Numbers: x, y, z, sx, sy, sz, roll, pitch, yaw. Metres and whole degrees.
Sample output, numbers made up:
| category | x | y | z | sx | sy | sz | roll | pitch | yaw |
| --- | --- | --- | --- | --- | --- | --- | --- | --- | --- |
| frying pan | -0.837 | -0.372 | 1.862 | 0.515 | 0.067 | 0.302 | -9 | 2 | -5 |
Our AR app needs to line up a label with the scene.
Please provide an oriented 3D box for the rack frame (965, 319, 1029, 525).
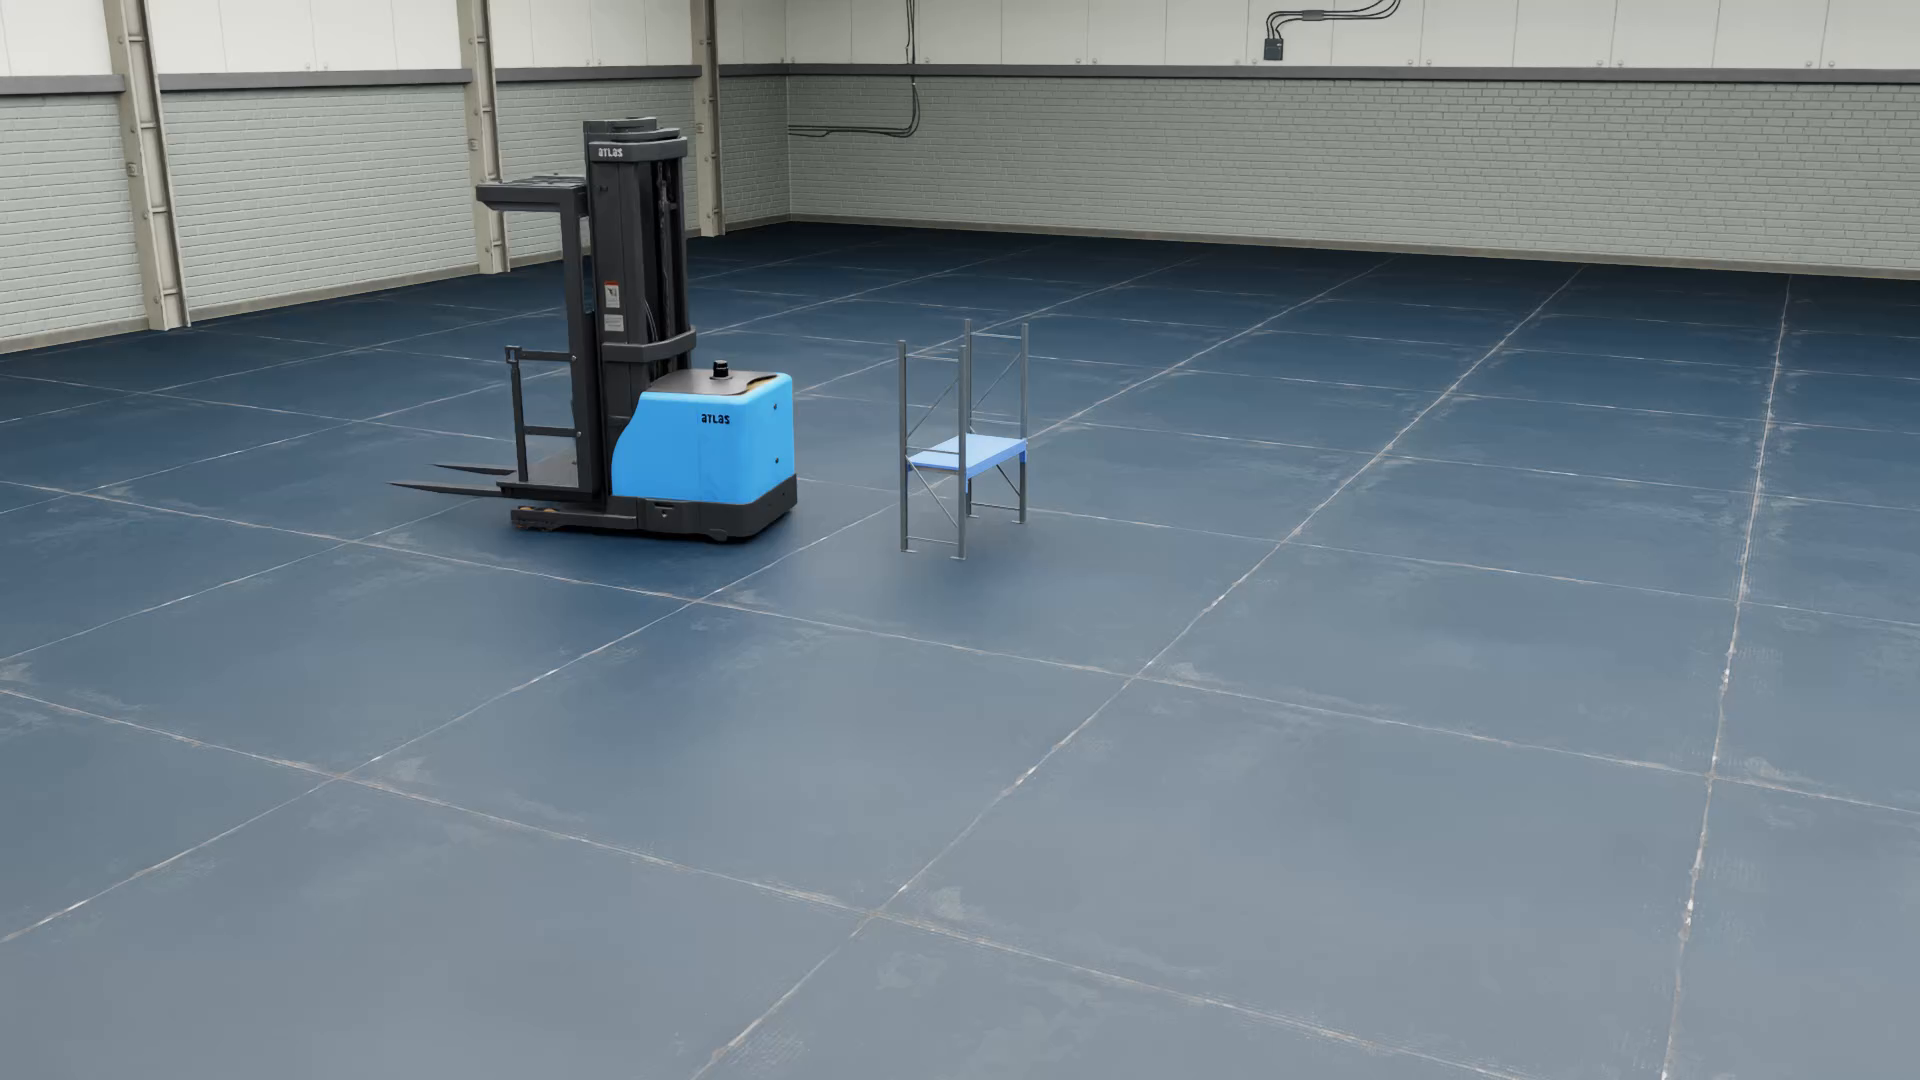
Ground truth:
| category | x | y | z | sx | sy | sz | roll | pitch | yaw |
| --- | --- | --- | --- | --- | --- | --- | --- | --- | --- |
| rack frame | 0.265 | -0.870 | 12.320 | 0.500 | 1.500 | 0.032 | 8 | 18 | 25 |

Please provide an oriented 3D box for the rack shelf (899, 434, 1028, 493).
| category | x | y | z | sx | sy | sz | roll | pitch | yaw |
| --- | --- | --- | --- | --- | --- | --- | --- | --- | --- |
| rack shelf | 0.038 | -0.568 | 11.935 | 0.538 | 0.185 | 1.000 | 8 | 18 | 25 |

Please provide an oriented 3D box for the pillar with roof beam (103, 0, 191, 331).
| category | x | y | z | sx | sy | sz | roll | pitch | yaw |
| --- | --- | --- | --- | --- | --- | --- | --- | --- | --- |
| pillar with roof beam | -6.182 | -6.466 | 17.989 | 9.100 | 9.000 | 0.400 | 8 | 18 | 25 |

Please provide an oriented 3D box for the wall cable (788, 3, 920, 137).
| category | x | y | z | sx | sy | sz | roll | pitch | yaw |
| --- | --- | --- | --- | --- | --- | --- | --- | --- | --- |
| wall cable | -2.172 | -9.164 | 32.526 | 3.097 | 2.526 | 0.112 | 8 | 18 | 25 |

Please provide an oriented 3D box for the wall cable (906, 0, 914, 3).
| category | x | y | z | sx | sy | sz | roll | pitch | yaw |
| --- | --- | --- | --- | --- | --- | --- | --- | --- | --- |
| wall cable | 0.248 | -11.241 | 30.648 | 3.097 | 2.526 | 0.112 | 8 | 18 | 25 |

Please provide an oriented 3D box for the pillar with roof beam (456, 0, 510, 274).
| category | x | y | z | sx | sy | sz | roll | pitch | yaw |
| --- | --- | --- | --- | --- | --- | --- | --- | --- | --- |
| pillar with roof beam | -3.501 | -7.994 | 23.134 | 9.100 | 9.000 | 0.400 | 8 | 18 | 25 |

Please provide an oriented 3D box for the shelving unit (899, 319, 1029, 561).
| category | x | y | z | sx | sy | sz | roll | pitch | yaw |
| --- | --- | --- | --- | --- | --- | --- | --- | --- | --- |
| shelving unit | 0.038 | -0.741 | 11.884 | 0.538 | 1.500 | 1.048 | 8 | 18 | 25 |

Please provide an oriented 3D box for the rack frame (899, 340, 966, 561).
| category | x | y | z | sx | sy | sz | roll | pitch | yaw |
| --- | --- | --- | --- | --- | --- | --- | --- | --- | --- |
| rack frame | -0.189 | -0.611 | 11.448 | 0.500 | 1.500 | 0.032 | 8 | 18 | 25 |

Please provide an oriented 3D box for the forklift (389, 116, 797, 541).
| category | x | y | z | sx | sy | sz | roll | pitch | yaw |
| --- | --- | --- | --- | --- | --- | --- | --- | --- | --- |
| forklift | -2.818 | -1.606 | 12.284 | 3.031 | 2.935 | 1.130 | 4 | 17 | 14 |

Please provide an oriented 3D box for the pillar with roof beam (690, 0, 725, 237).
| category | x | y | z | sx | sy | sz | roll | pitch | yaw |
| --- | --- | --- | --- | --- | --- | --- | --- | --- | --- |
| pillar with roof beam | -0.820 | -9.522 | 28.280 | 9.100 | 9.000 | 0.400 | 8 | 18 | 25 |

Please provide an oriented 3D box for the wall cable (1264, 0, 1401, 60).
| category | x | y | z | sx | sy | sz | roll | pitch | yaw |
| --- | --- | --- | --- | --- | --- | --- | --- | --- | --- |
| wall cable | 6.314 | -11.071 | 27.520 | 2.305 | 6.003 | 0.169 | 8 | 18 | 25 |
